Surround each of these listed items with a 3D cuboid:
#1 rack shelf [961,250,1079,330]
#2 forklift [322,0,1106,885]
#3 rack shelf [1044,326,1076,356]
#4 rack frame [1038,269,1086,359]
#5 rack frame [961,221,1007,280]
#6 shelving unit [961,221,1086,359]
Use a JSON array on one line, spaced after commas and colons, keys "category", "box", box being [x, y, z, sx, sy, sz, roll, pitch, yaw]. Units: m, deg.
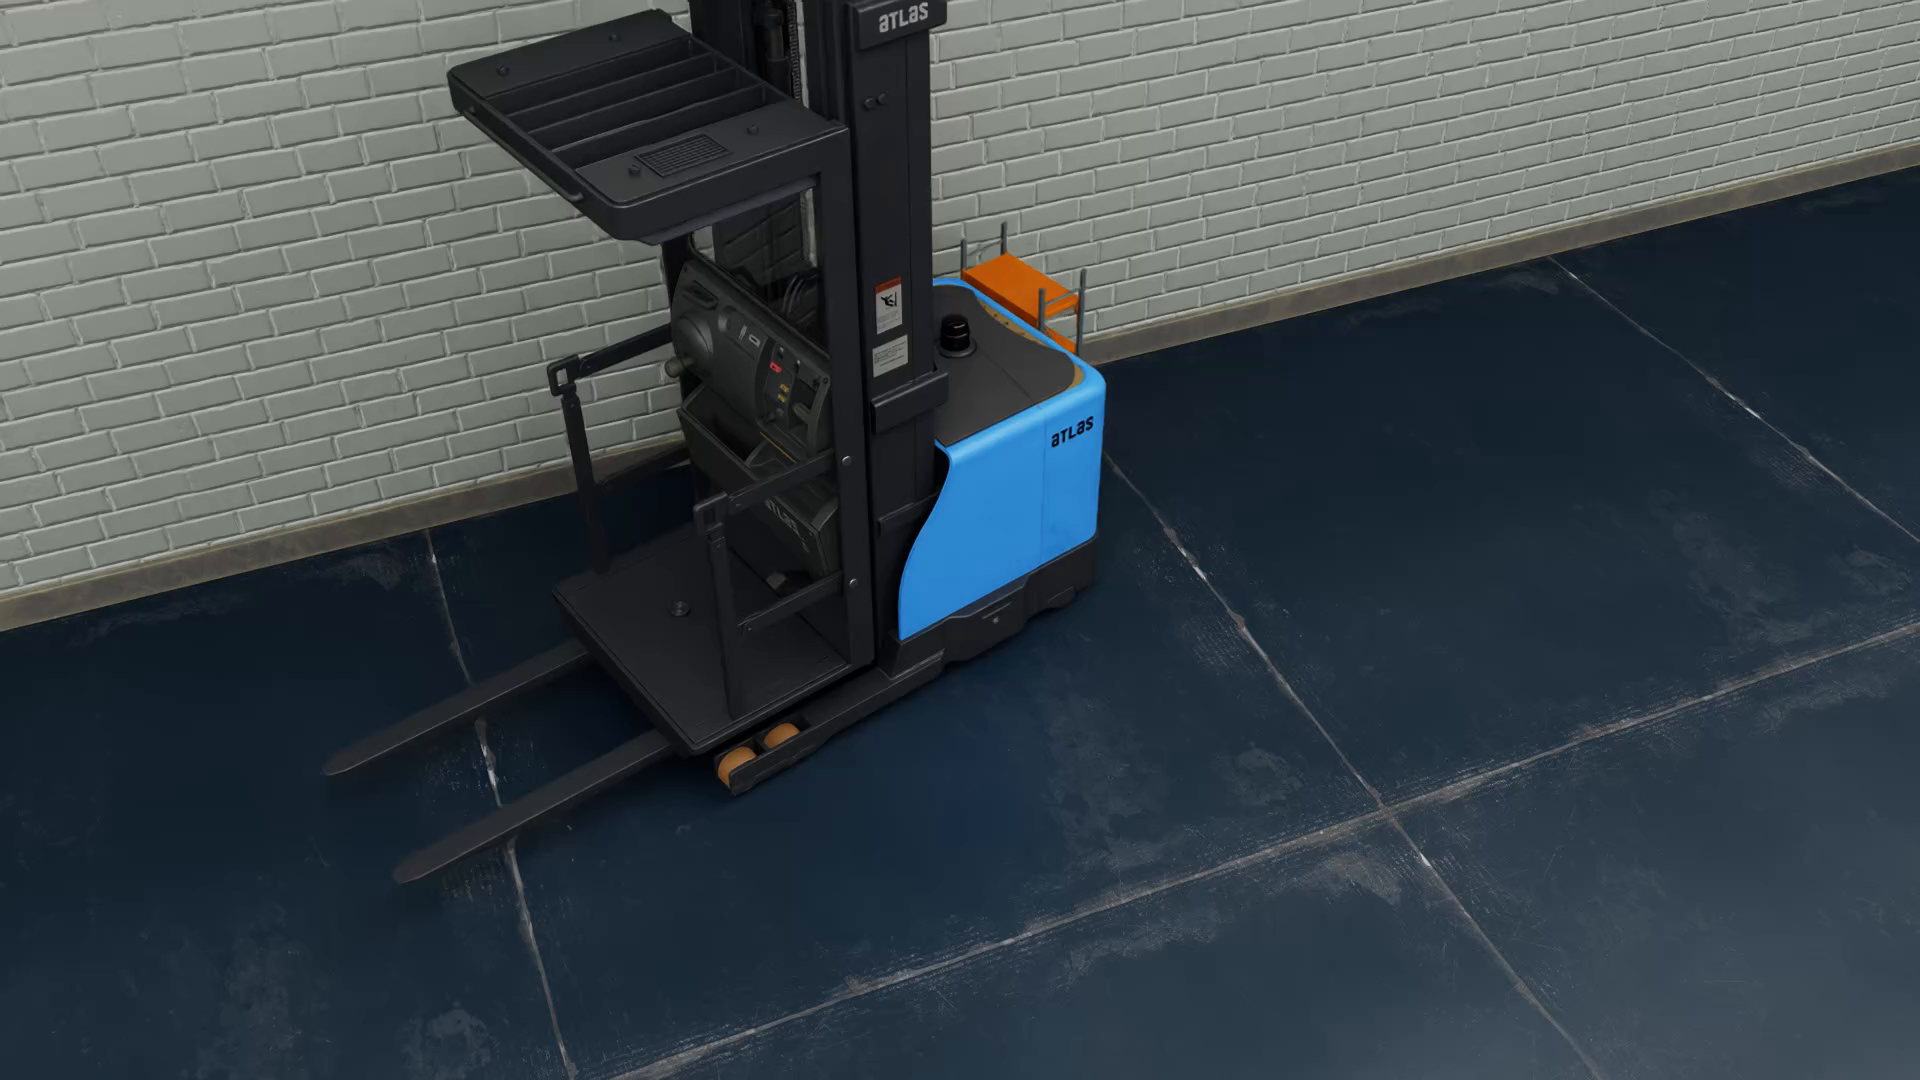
[{"category": "rack shelf", "box": [0.256, -1.004, 6.894, 0.258, 0.148, 0.480, -28, 48, -29]}, {"category": "forklift", "box": [-0.897, -0.570, 5.665, 3.031, 2.935, 1.130, -27, 48, -28]}, {"category": "rack shelf", "box": [0.256, -0.824, 7.049, 0.258, 0.148, 0.480, -28, 48, -29]}, {"category": "rack frame", "box": [0.410, -0.583, 7.007, 0.240, 1.200, 0.015, -28, 48, -29]}, {"category": "rack frame", "box": [0.101, -0.829, 7.294, 0.240, 1.200, 0.015, -28, 48, -29]}, {"category": "shelving unit", "box": [0.256, -0.706, 7.151, 0.258, 1.200, 0.503, -28, 48, -29]}]
